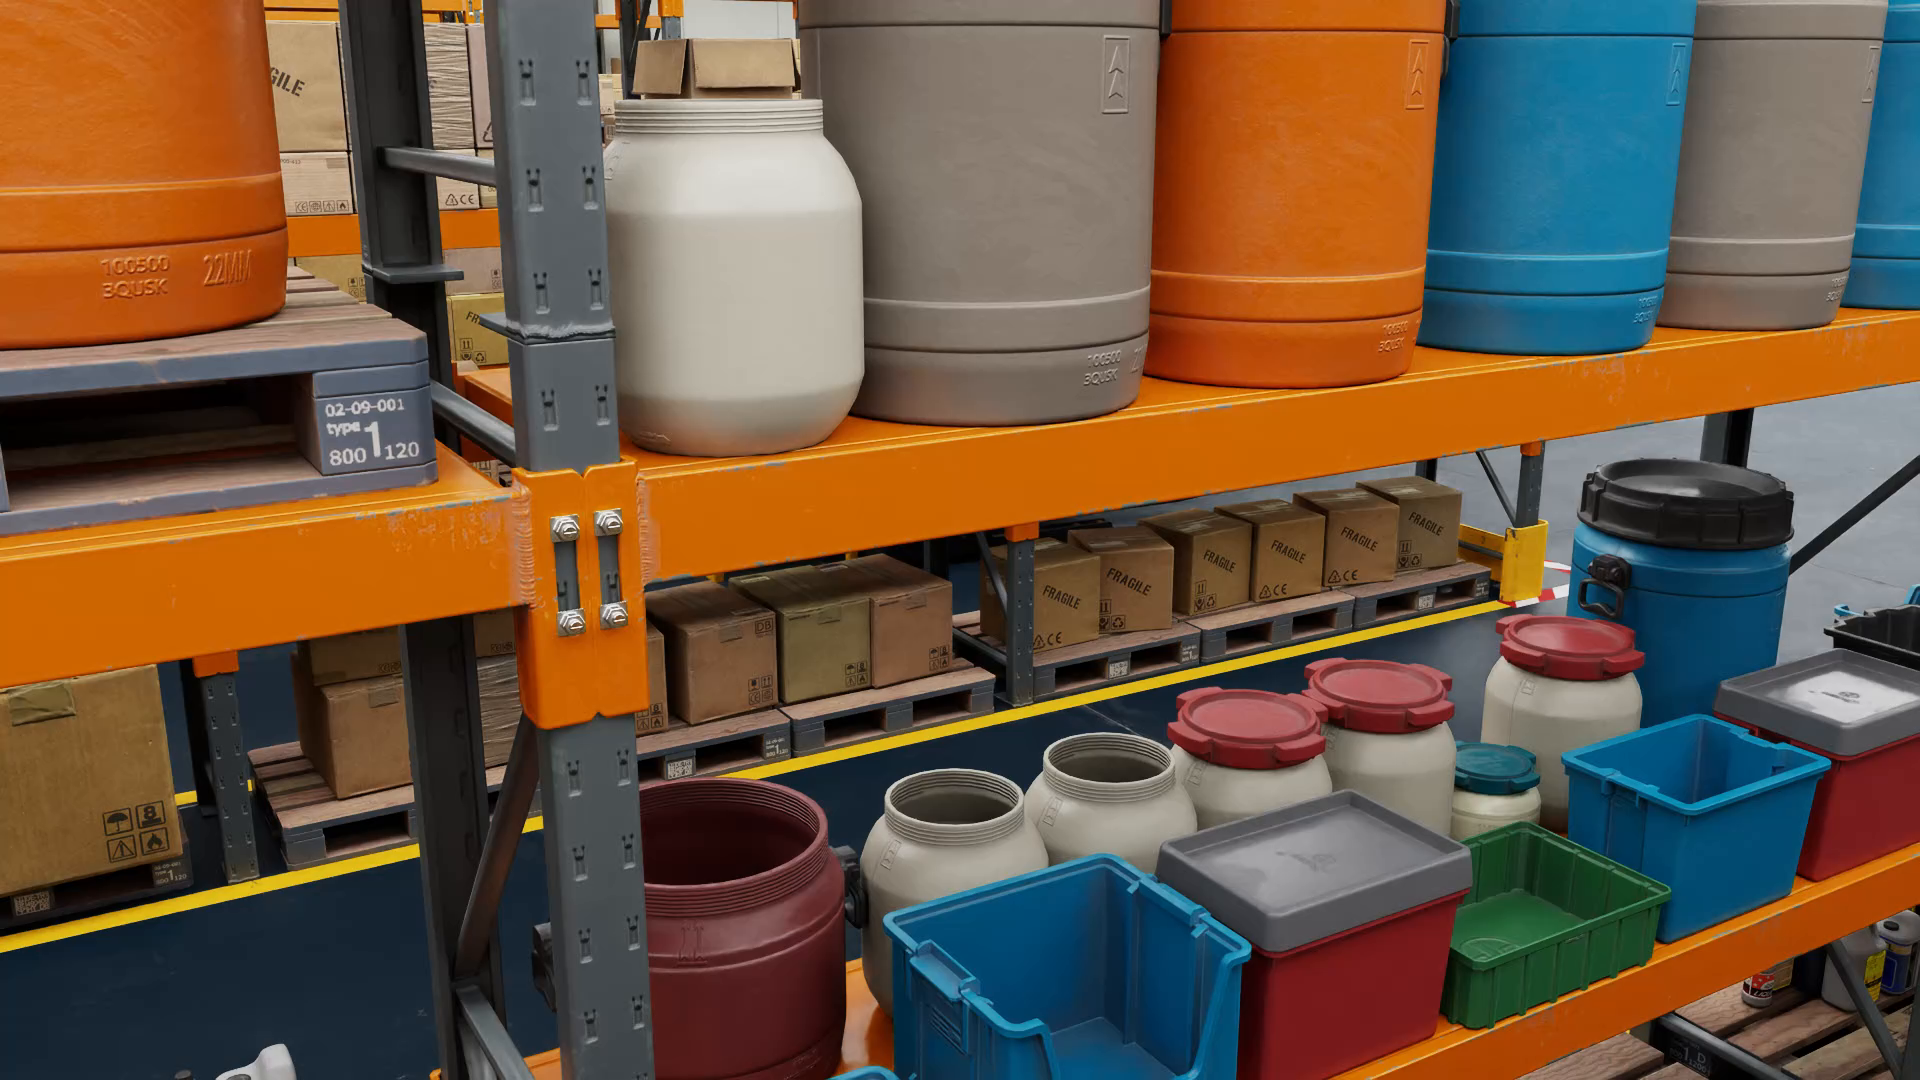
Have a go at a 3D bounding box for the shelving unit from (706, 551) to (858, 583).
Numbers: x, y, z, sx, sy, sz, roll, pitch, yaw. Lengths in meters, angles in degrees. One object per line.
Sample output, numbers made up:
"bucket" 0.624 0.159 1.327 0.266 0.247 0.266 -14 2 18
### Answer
"shelving unit" -1.330 -0.562 11.637 1.083 1.500 0.587 -8 17 -25

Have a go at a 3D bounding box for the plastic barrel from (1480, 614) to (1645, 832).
"plastic barrel" 1.712 0.520 4.744 0.433 0.535 0.433 0 16 0

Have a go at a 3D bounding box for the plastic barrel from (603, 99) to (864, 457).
"plastic barrel" -0.360 -0.411 2.553 0.421 0.512 0.421 0 16 0

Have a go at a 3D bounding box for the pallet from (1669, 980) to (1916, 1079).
"pallet" 3.242 1.763 5.731 1.213 0.211 1.003 -9 18 -30

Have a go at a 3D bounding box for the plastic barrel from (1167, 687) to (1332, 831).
"plastic barrel" 0.712 0.683 4.166 0.433 0.535 0.433 0 16 0

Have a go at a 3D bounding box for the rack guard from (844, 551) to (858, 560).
"rack guard" -0.884 -0.020 12.019 0.087 0.250 0.587 -8 17 -25

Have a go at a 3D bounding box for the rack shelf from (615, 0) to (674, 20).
"rack shelf" -4.088 -3.876 11.637 4.000 0.370 1.077 -9 18 -30

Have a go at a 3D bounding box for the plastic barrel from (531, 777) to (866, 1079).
"plastic barrel" -0.542 0.860 3.534 0.708 0.536 0.600 -9 18 -30

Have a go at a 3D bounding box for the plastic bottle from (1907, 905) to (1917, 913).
"plastic bottle" 3.490 1.340 6.167 0.185 0.351 0.144 -9 18 -30

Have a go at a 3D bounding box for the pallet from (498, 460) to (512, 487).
"pallet" -1.659 -0.279 8.202 1.213 0.211 1.003 -9 18 -30

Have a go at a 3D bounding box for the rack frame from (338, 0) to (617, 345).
"rack frame" -0.784 -1.829 2.262 0.127 3.000 1.000 -9 18 -30

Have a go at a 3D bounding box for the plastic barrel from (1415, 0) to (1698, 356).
"plastic barrel" 1.199 -0.879 3.503 0.708 0.901 0.600 -9 18 -30

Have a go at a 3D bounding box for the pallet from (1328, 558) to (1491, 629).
"pallet" 2.743 0.260 11.092 1.213 0.211 1.003 -9 18 -30

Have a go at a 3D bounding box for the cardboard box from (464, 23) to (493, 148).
"cardboard box" -1.935 -1.966 7.199 0.500 0.500 0.500 -10 18 -31

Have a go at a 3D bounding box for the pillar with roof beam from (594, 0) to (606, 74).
"pillar with roof beam" -2.984 -6.643 19.438 0.400 9.000 9.100 -9 18 -30

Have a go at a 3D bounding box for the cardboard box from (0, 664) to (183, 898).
"cardboard box" -3.937 0.826 7.065 0.875 0.875 1.225 -10 19 -32

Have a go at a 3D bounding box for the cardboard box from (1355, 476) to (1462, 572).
"cardboard box" 2.979 -0.114 11.112 0.500 0.500 0.500 -6 17 -19

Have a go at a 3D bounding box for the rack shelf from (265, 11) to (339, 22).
"rack shelf" -9.284 -6.155 19.768 4.000 0.370 1.077 -9 18 -30

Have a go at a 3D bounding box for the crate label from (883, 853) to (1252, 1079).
"crate label" 0.207 0.967 3.337 0.616 0.435 0.502 -9 18 -30

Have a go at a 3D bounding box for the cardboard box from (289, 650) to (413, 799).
"cardboard box" -2.771 0.808 7.787 0.500 0.500 0.700 -10 19 -33

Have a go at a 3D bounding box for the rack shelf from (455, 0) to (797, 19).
"rack shelf" -3.295 -5.754 17.603 4.000 0.370 1.077 -9 18 -30

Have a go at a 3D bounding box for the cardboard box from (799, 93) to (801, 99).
"cardboard box" -1.236 -3.455 13.123 0.250 0.149 0.380 -10 18 -31

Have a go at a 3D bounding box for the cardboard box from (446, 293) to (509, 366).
"cardboard box" -3.550 -1.577 12.294 0.500 0.500 0.500 -9 18 -29

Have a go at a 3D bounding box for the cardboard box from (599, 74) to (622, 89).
"cardboard box" -3.707 -4.765 17.281 0.250 0.149 0.380 -10 18 -32

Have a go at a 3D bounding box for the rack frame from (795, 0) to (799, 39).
"rack frame" -1.581 -6.380 18.497 0.127 3.000 1.000 -9 18 -30

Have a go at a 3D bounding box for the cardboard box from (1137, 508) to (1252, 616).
"cardboard box" 1.436 0.127 10.253 0.500 0.500 0.500 -11 19 -35

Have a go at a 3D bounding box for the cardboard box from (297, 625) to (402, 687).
"cardboard box" -2.776 0.444 7.694 0.500 0.250 0.500 -8 18 -27

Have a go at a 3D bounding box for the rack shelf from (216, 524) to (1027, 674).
"rack shelf" -1.620 -0.018 8.249 4.000 0.370 1.077 -9 18 -30

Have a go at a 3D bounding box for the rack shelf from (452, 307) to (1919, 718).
"rack shelf" 0.930 -0.316 3.756 4.000 0.370 1.077 -9 18 -30

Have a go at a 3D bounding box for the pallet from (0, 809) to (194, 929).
"pallet" -4.049 1.349 7.208 1.213 0.211 1.003 -9 18 -30

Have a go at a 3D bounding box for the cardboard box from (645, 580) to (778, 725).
"cardboard box" -1.341 0.570 8.636 0.500 0.500 0.700 -11 19 -34

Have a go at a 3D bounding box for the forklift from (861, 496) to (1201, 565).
"forklift" 0.563 -1.487 12.285 3.031 2.935 1.130 -8 17 -25

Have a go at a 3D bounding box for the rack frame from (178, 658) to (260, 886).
"rack frame" -3.335 -0.086 7.160 0.127 3.000 1.000 -9 18 -30

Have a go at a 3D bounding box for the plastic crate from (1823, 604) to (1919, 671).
"plastic crate" 3.159 0.490 5.219 0.504 0.338 0.767 -9 18 -30

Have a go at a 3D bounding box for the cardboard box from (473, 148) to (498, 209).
"cardboard box" -1.925 -1.610 7.316 0.500 0.250 0.500 -9 18 -29

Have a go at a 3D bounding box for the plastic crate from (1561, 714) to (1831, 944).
"plastic crate" 1.859 0.737 4.254 0.575 0.384 0.392 -9 18 -30

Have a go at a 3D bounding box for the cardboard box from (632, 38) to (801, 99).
"cardboard box" -1.167 -2.165 8.049 0.637 0.503 0.797 -8 18 -27

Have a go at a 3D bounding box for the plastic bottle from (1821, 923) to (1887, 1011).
"plastic bottle" 3.123 1.444 5.792 0.185 0.351 0.144 -9 18 -30

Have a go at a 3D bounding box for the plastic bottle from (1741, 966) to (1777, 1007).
"plastic bottle" 2.795 1.517 5.811 0.097 0.201 0.097 0 16 0

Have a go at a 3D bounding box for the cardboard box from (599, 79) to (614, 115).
"cardboard box" -2.897 -3.291 12.351 0.500 0.250 0.500 -9 18 -29

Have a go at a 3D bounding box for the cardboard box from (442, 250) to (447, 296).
"cardboard box" -4.103 -2.051 12.132 0.500 0.500 0.700 -9 18 -30
